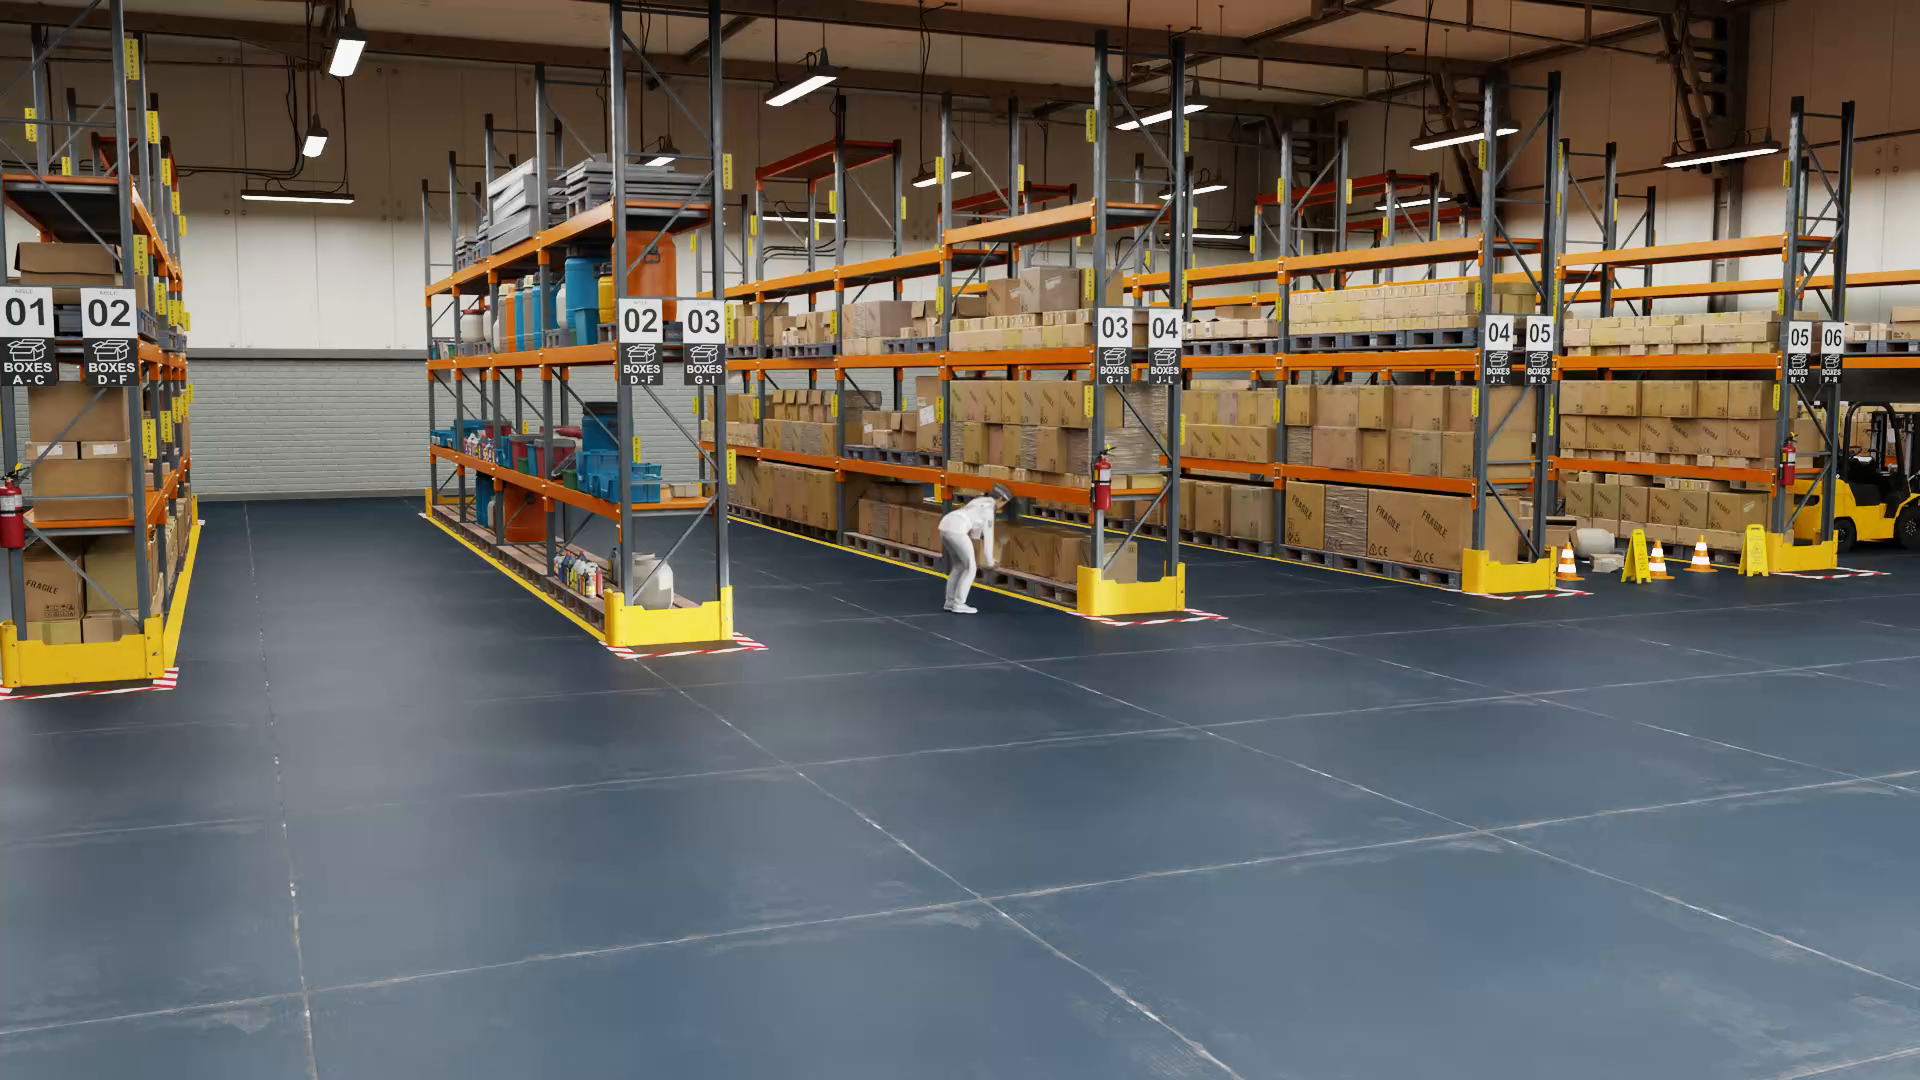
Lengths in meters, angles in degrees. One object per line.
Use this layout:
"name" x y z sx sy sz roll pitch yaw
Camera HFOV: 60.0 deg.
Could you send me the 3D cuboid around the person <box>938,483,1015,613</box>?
"person" 0.188 0.080 17.756 0.856 1.367 0.404 -3 6 -25
